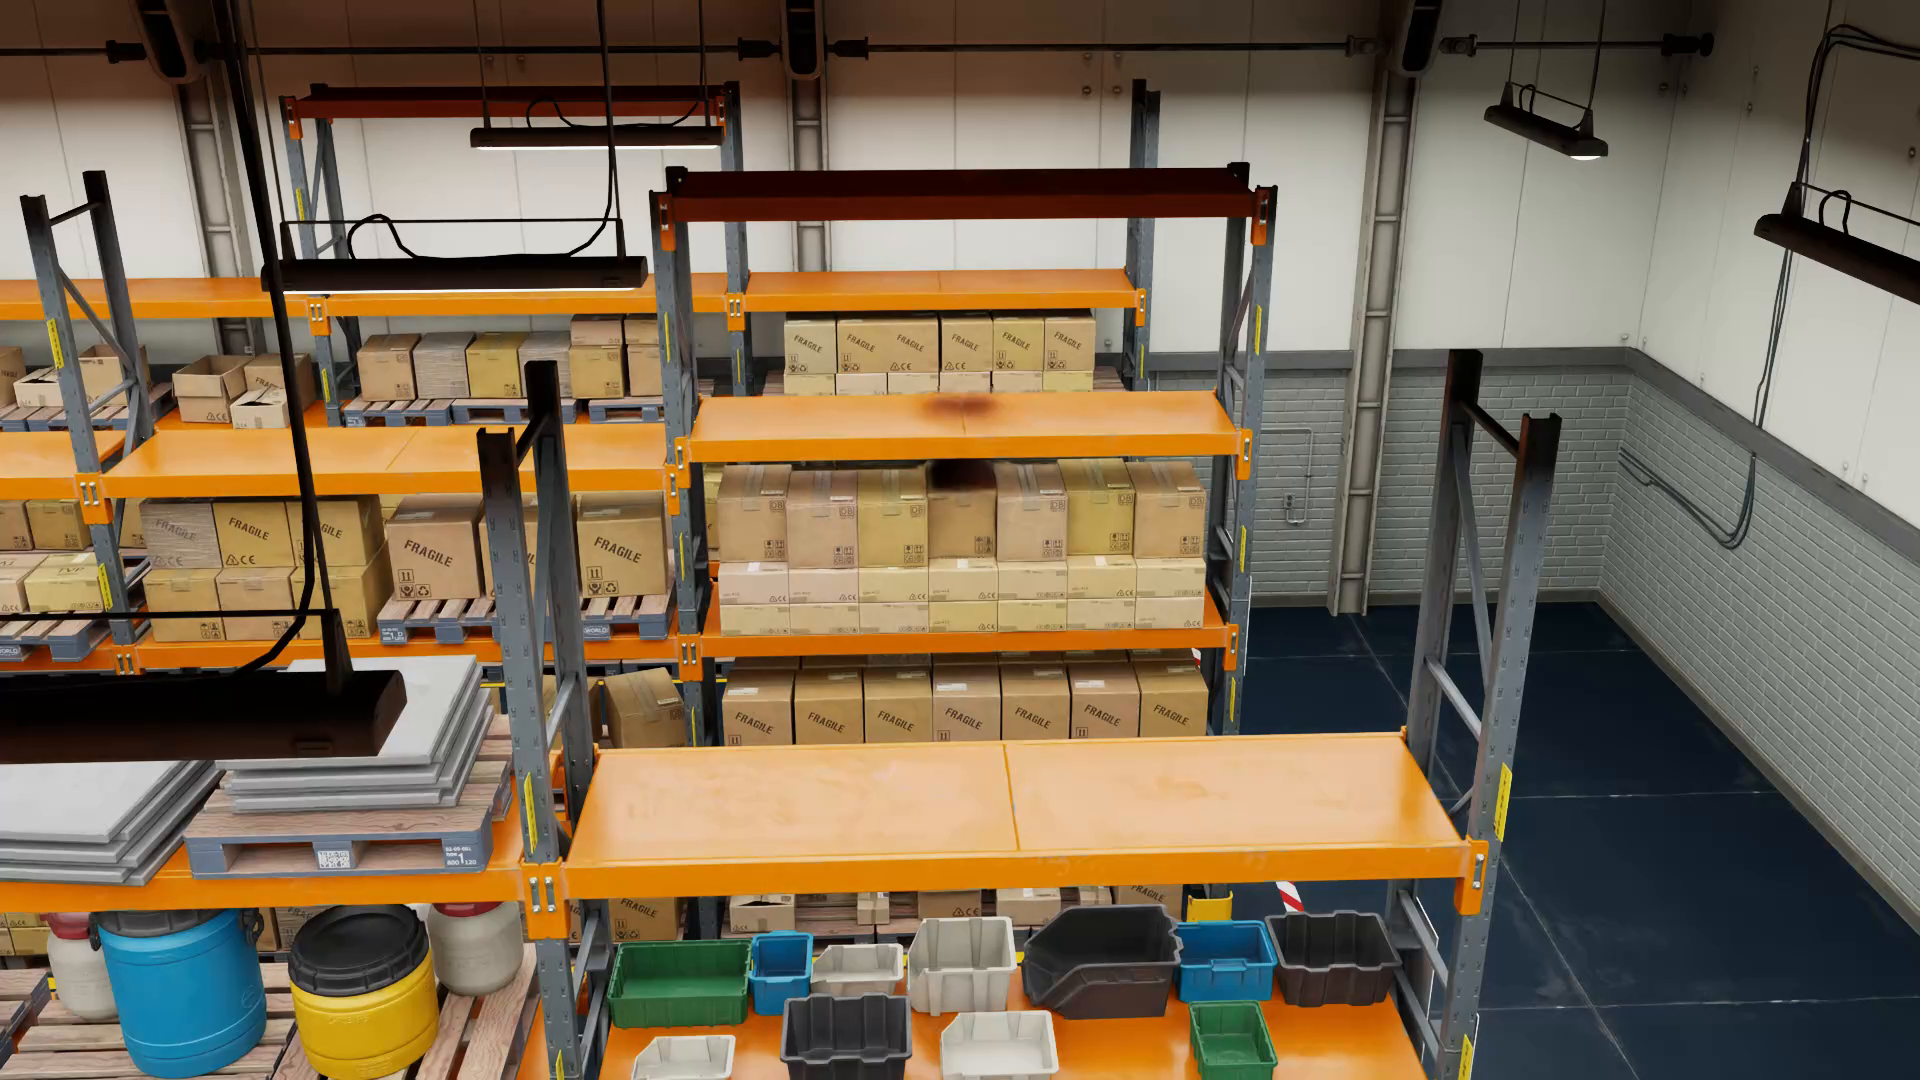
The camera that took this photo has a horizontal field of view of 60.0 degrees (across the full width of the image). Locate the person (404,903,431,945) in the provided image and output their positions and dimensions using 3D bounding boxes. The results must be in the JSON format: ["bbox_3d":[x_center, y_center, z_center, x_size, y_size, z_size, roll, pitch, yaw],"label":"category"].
[{"bbox_3d":[-3.599,2.904,11.644,0.661,1.820,0.370,-5,23,-13],"label":"person"}]
